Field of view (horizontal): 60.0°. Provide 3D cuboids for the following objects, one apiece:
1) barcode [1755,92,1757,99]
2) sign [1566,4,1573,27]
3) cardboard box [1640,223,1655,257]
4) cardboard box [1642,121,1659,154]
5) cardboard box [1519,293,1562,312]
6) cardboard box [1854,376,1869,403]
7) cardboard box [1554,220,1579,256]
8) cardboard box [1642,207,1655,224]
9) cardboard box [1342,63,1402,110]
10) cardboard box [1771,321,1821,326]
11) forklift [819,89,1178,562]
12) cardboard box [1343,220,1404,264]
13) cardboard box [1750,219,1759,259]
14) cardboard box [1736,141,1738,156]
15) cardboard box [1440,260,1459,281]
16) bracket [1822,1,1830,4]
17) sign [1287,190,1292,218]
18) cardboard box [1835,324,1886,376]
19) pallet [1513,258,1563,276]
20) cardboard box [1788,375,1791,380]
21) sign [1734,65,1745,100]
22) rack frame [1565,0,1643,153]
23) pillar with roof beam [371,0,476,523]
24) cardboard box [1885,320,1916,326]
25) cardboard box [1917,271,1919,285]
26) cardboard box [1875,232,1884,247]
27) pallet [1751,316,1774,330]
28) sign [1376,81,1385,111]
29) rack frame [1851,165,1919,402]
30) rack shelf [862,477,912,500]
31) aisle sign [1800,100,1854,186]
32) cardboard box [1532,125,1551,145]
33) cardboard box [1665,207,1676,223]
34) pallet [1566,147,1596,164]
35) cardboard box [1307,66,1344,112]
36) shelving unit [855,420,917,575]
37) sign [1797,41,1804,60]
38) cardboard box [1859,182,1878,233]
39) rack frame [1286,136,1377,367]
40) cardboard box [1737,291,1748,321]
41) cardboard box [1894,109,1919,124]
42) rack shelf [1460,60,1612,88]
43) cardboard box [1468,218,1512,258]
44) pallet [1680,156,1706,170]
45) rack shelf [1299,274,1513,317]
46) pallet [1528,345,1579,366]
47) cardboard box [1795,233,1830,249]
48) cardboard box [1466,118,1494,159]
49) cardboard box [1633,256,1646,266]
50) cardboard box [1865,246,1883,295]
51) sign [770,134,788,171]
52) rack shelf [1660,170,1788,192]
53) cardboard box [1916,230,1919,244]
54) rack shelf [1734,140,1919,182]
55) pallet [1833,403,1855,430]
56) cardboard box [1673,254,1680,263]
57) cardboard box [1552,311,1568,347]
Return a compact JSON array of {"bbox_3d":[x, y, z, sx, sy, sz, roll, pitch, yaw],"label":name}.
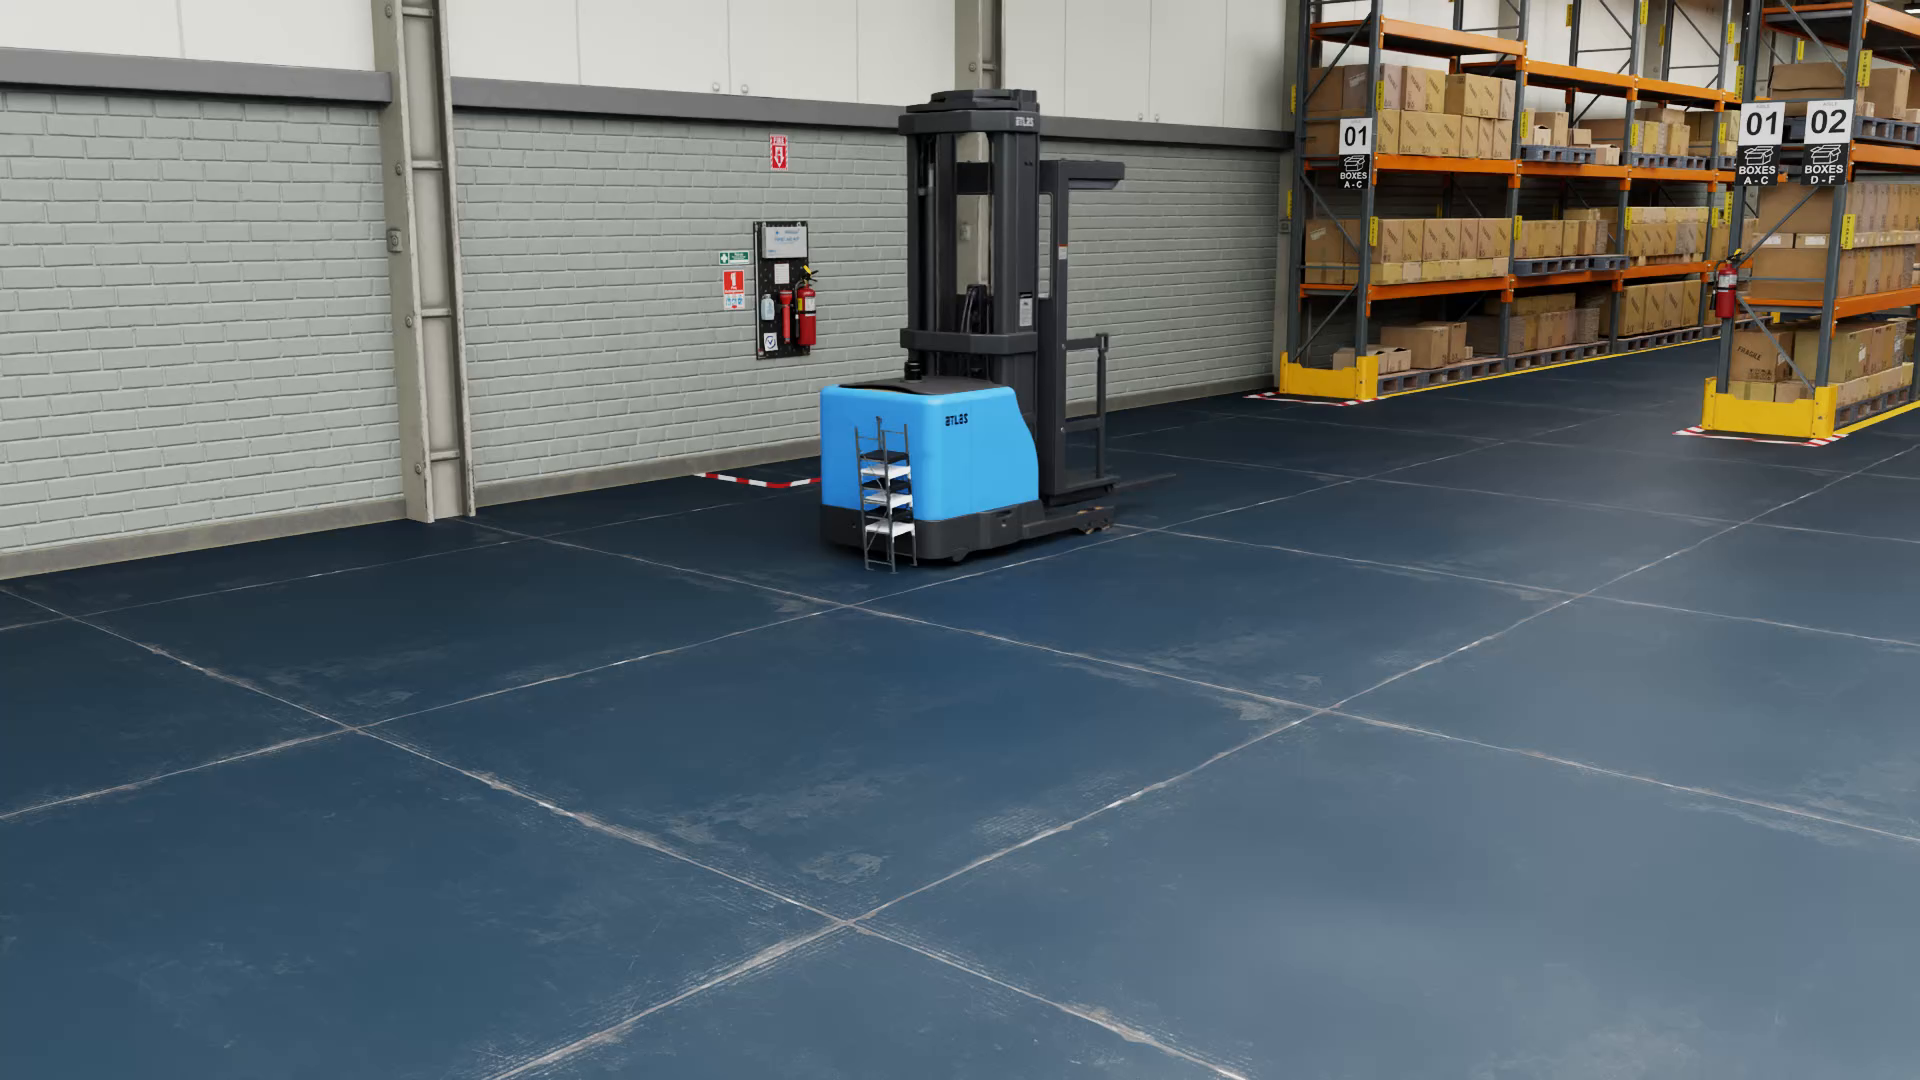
[{"bbox_3d":[7.900,-4.415,16.517,0.001,0.075,0.075,10,15,40],"label":"barcode"},{"bbox_3d":[9.202,-7.918,25.092,0.100,0.325,0.005,10,15,40],"label":"sign"},{"bbox_3d":[10.486,-4.689,25.961,0.500,0.500,0.500,10,15,42],"label":"cardboard box"},{"bbox_3d":[10.583,-6.349,26.302,0.700,0.500,0.500,11,16,43],"label":"cardboard box"},{"bbox_3d":[8.426,-3.463,24.233,0.500,0.250,0.500,10,15,40],"label":"cardboard box"},{"bbox_3d":[9.242,-1.608,17.551,0.500,0.250,0.500,10,15,40],"label":"cardboard box"},{"bbox_3d":[8.512,-4.378,24.093,0.700,0.500,0.500,10,15,40],"label":"cardboard box"},{"bbox_3d":[10.468,-5.055,25.880,0.500,0.250,0.500,9,15,40],"label":"cardboard box"},{"bbox_3d":[4.777,-5.238,19.261,0.500,0.500,0.500,8,14,36],"label":"cardboard box"},{"bbox_3d":[9.174,-2.118,18.189,0.500,0.500,0.500,10,15,40],"label":"cardboard box"},{"bbox_3d":[0.420,-1.532,11.397,1.130,2.935,3.031,9,15,39],"label":"forklift"},{"bbox_3d":[4.881,-3.528,19.634,0.500,0.500,0.500,10,15,40],"label":"cardboard box"},{"bbox_3d":[14.101,-5.509,30.369,0.980,0.700,0.700,10,15,40],"label":"cardboard box"},{"bbox_3d":[13.263,-6.751,28.751,0.500,0.250,0.500,9,15,39],"label":"cardboard box"},{"bbox_3d":[5.909,-3.386,20.838,0.500,0.250,0.500,10,15,41],"label":"cardboard box"},{"bbox_3d":[18.139,-11.127,34.754,0.235,0.232,0.430,10,15,40],"label":"bracket"},{"bbox_3d":[3.936,-3.990,19.767,0.100,0.325,0.005,10,15,40],"label":"sign"},{"bbox_3d":[9.577,-2.048,17.842,0.500,0.500,0.500,10,15,40],"label":"cardboard box"},{"bbox_3d":[7.594,-3.781,22.972,1.003,0.211,1.213,10,15,40],"label":"pallet"},{"bbox_3d":[8.517,-1.602,17.524,0.500,0.250,0.500,10,15,40],"label":"cardboard box"},{"bbox_3d":[7.665,-4.491,16.322,0.100,0.325,0.005,10,15,40],"label":"sign"},{"bbox_3d":[9.621,-7.312,24.843,1.000,3.000,0.127,10,15,40],"label":"rack frame"},{"bbox_3d":[-0.535,-4.027,8.399,9.100,9.000,0.400,10,15,40],"label":"pillar with roof beam"},{"bbox_3d":[12.099,-2.670,21.437,0.500,0.311,0.500,9,15,39],"label":"cardboard box"},{"bbox_3d":[11.442,-3.122,19.825,0.380,0.149,0.250,10,15,40],"label":"cardboard box"},{"bbox_3d":[9.500,-3.176,17.542,0.380,0.149,0.250,10,15,41],"label":"cardboard box"},{"bbox_3d":[14.433,-4.051,30.957,1.003,0.211,1.213,10,15,40],"label":"pallet"},{"bbox_3d":[4.748,-5.022,18.807,0.100,0.325,0.005,10,15,40],"label":"sign"},{"bbox_3d":[10.704,-3.141,19.280,1.000,3.000,0.127,10,15,40],"label":"rack frame"},{"bbox_3d":[-0.456,-0.316,10.164,0.258,0.077,0.200,9,20,38],"label":"rack shelf"},{"bbox_3d":[8.250,-3.778,15.832,0.394,0.787,0.004,10,15,40],"label":"aisle sign"},{"bbox_3d":[7.808,-5.575,22.962,0.500,0.311,0.500,10,15,42],"label":"cardboard box"},{"bbox_3d":[11.128,-5.205,26.631,0.500,0.250,0.500,9,15,39],"label":"cardboard box"},{"bbox_3d":[8.150,-5.390,23.360,1.213,0.211,1.003,10,15,40],"label":"pallet"},{"bbox_3d":[4.428,-5.310,19.621,0.500,0.500,0.500,11,15,43],"label":"cardboard box"},{"bbox_3d":[-0.452,-0.261,10.179,0.258,0.900,0.210,9,20,38],"label":"shelving unit"},{"bbox_3d":[15.300,-8.913,30.275,0.100,0.325,0.005,10,15,40],"label":"sign"},{"bbox_3d":[9.091,-3.465,17.334,0.700,0.500,0.500,10,15,41],"label":"cardboard box"},{"bbox_3d":[4.340,-3.193,19.537,1.000,3.000,0.127,10,15,40],"label":"rack frame"},{"bbox_3d":[13.853,-4.263,30.207,0.700,0.500,0.500,9,14,39],"label":"cardboard box"},{"bbox_3d":[10.113,-4.551,17.891,0.380,0.149,0.250,10,15,40],"label":"cardboard box"},{"bbox_3d":[8.301,-6.564,23.460,0.919,0.124,3.809,10,15,40],"label":"rack shelf"},{"bbox_3d":[6.901,-3.976,21.875,0.500,0.500,0.500,10,15,40],"label":"cardboard box"},{"bbox_3d":[11.693,-6.194,27.395,0.805,0.209,1.217,9,14,38],"label":"pallet"},{"bbox_3d":[5.660,-3.134,21.081,1.077,0.370,4.000,10,15,40],"label":"rack shelf"},{"bbox_3d":[8.298,-2.709,24.234,1.003,0.211,1.213,10,15,40],"label":"pallet"},{"bbox_3d":[8.484,-2.950,16.410,0.380,0.149,0.250,10,15,40],"label":"cardboard box"},{"bbox_3d":[6.489,-5.132,21.282,0.500,0.500,0.500,8,14,36],"label":"cardboard box"},{"bbox_3d":[10.424,-4.339,25.867,0.380,0.149,0.250,10,15,42],"label":"cardboard box"},{"bbox_3d":[9.401,-2.897,17.801,0.700,0.500,0.500,10,15,42],"label":"cardboard box"},{"bbox_3d":[-1.548,-3.315,14.229,0.001,0.298,0.199,10,15,40],"label":"sign"},{"bbox_3d":[13.582,-6.371,29.627,1.077,0.370,4.000,10,15,40],"label":"rack shelf"},{"bbox_3d":[10.685,-3.441,18.868,0.380,0.149,0.250,10,15,40],"label":"cardboard box"},{"bbox_3d":[9.384,-3.965,17.583,1.077,0.370,4.000,10,15,40],"label":"rack shelf"},{"bbox_3d":[8.537,-1.303,17.197,1.003,0.211,1.213,10,15,40],"label":"pallet"},{"bbox_3d":[11.556,-4.612,27.235,0.380,0.149,0.250,10,15,40],"label":"cardboard box"},{"bbox_3d":[8.451,-3.109,24.379,0.700,0.500,0.500,10,15,40],"label":"cardboard box"}]
